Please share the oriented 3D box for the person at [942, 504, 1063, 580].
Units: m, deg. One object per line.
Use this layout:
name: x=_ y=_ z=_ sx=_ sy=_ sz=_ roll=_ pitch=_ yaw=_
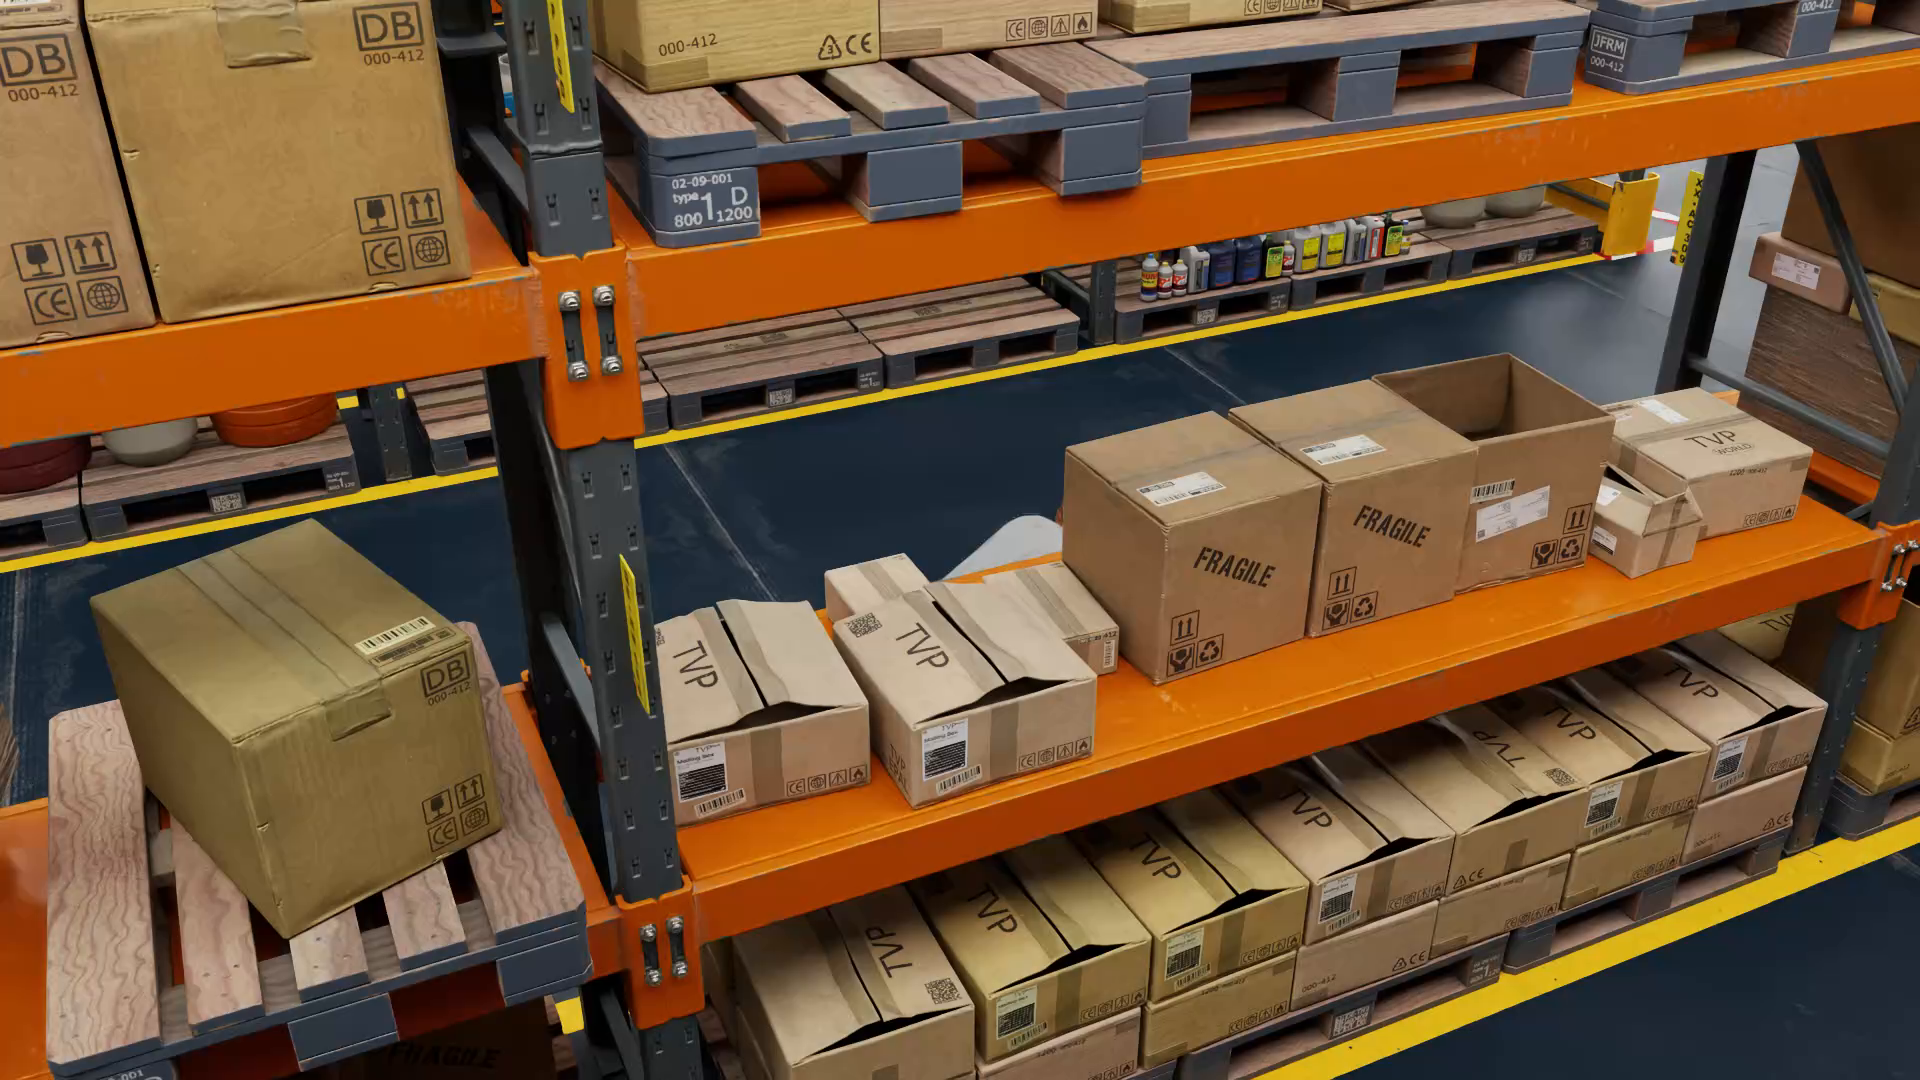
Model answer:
person: x=0.234 y=0.252 z=6.518 sx=0.803 sy=0.787 sz=0.439 roll=-13 pitch=32 yaw=-21
